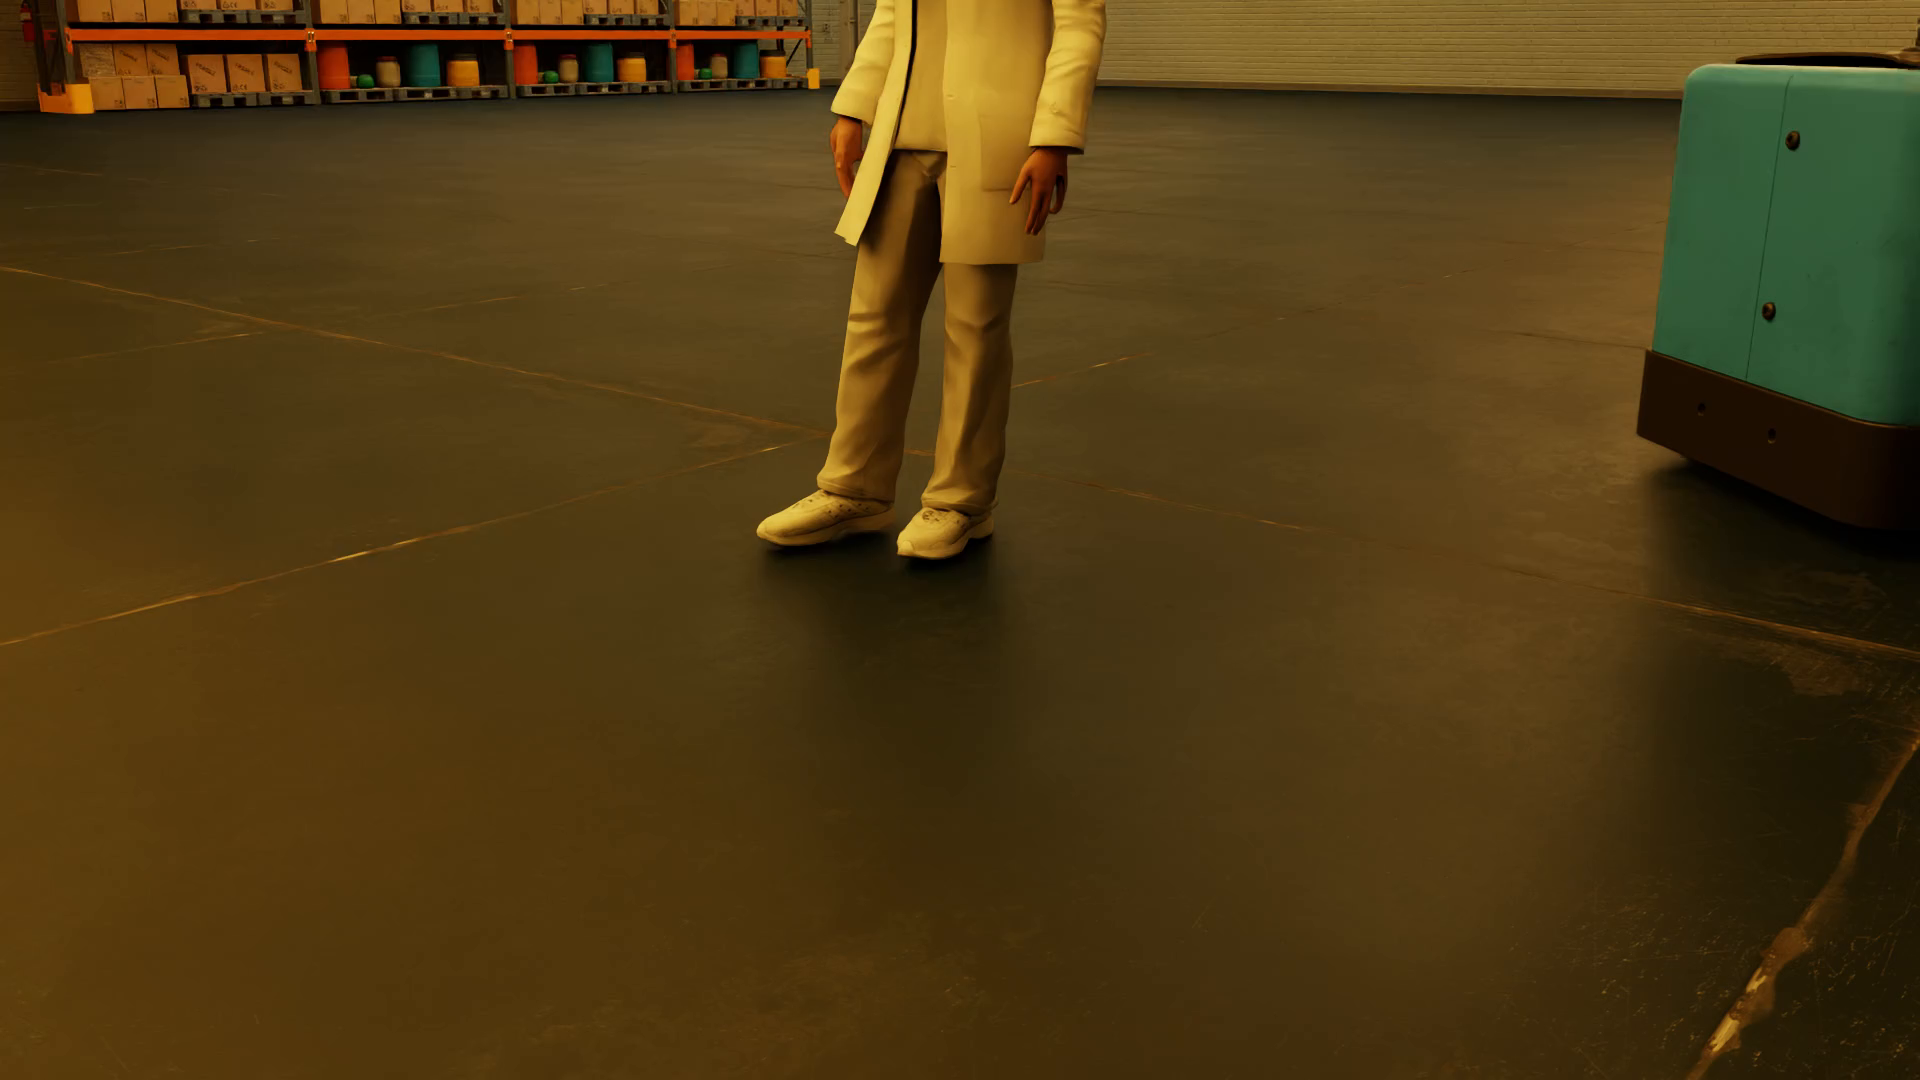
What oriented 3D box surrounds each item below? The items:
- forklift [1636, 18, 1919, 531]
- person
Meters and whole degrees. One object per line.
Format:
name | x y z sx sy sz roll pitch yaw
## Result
forklift | 3.459 -1.563 4.043 3.031 2.935 1.130 -2 17 -8
person | -0.061 -0.837 3.616 0.696 1.777 0.578 13 21 37
